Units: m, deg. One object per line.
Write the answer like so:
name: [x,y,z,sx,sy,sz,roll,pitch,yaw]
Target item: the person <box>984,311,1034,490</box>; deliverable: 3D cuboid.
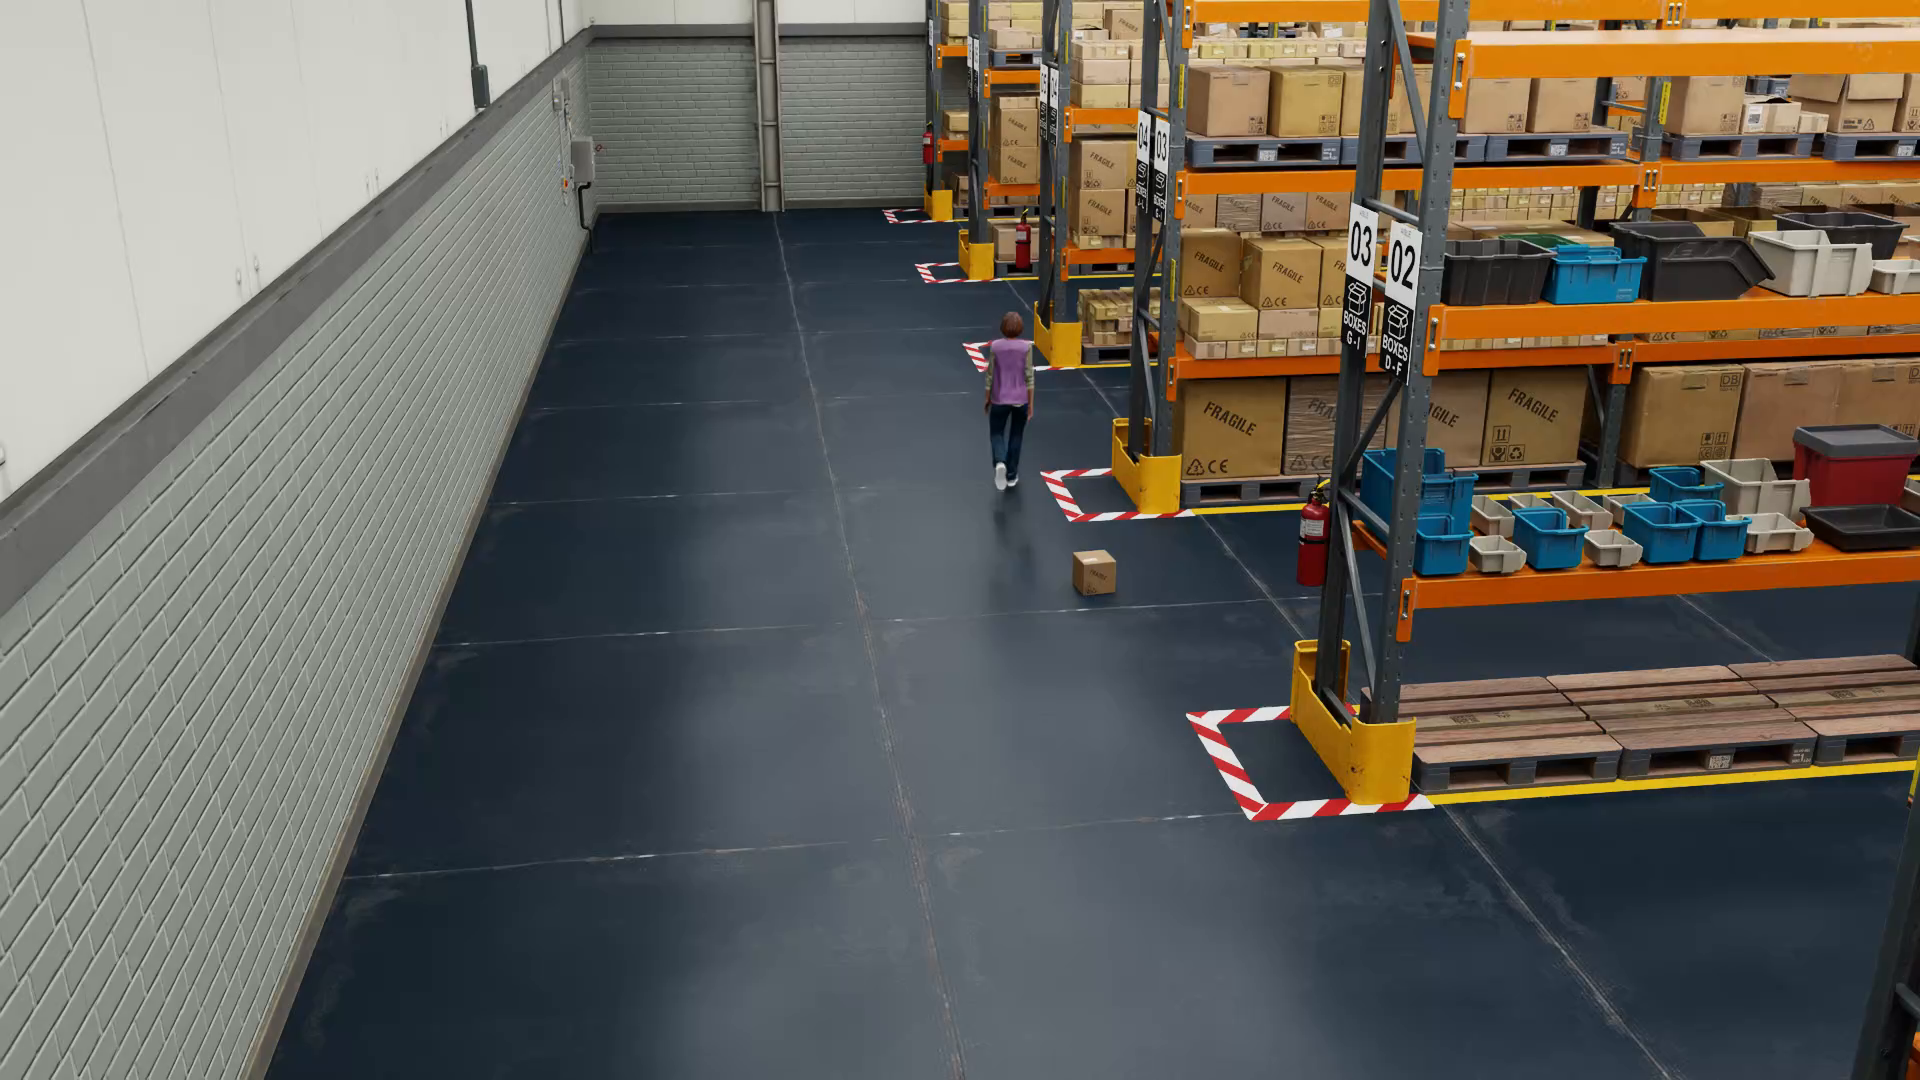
person: [0.417,-1.173,14.204,0.428,1.568,0.679,1,20,1]
